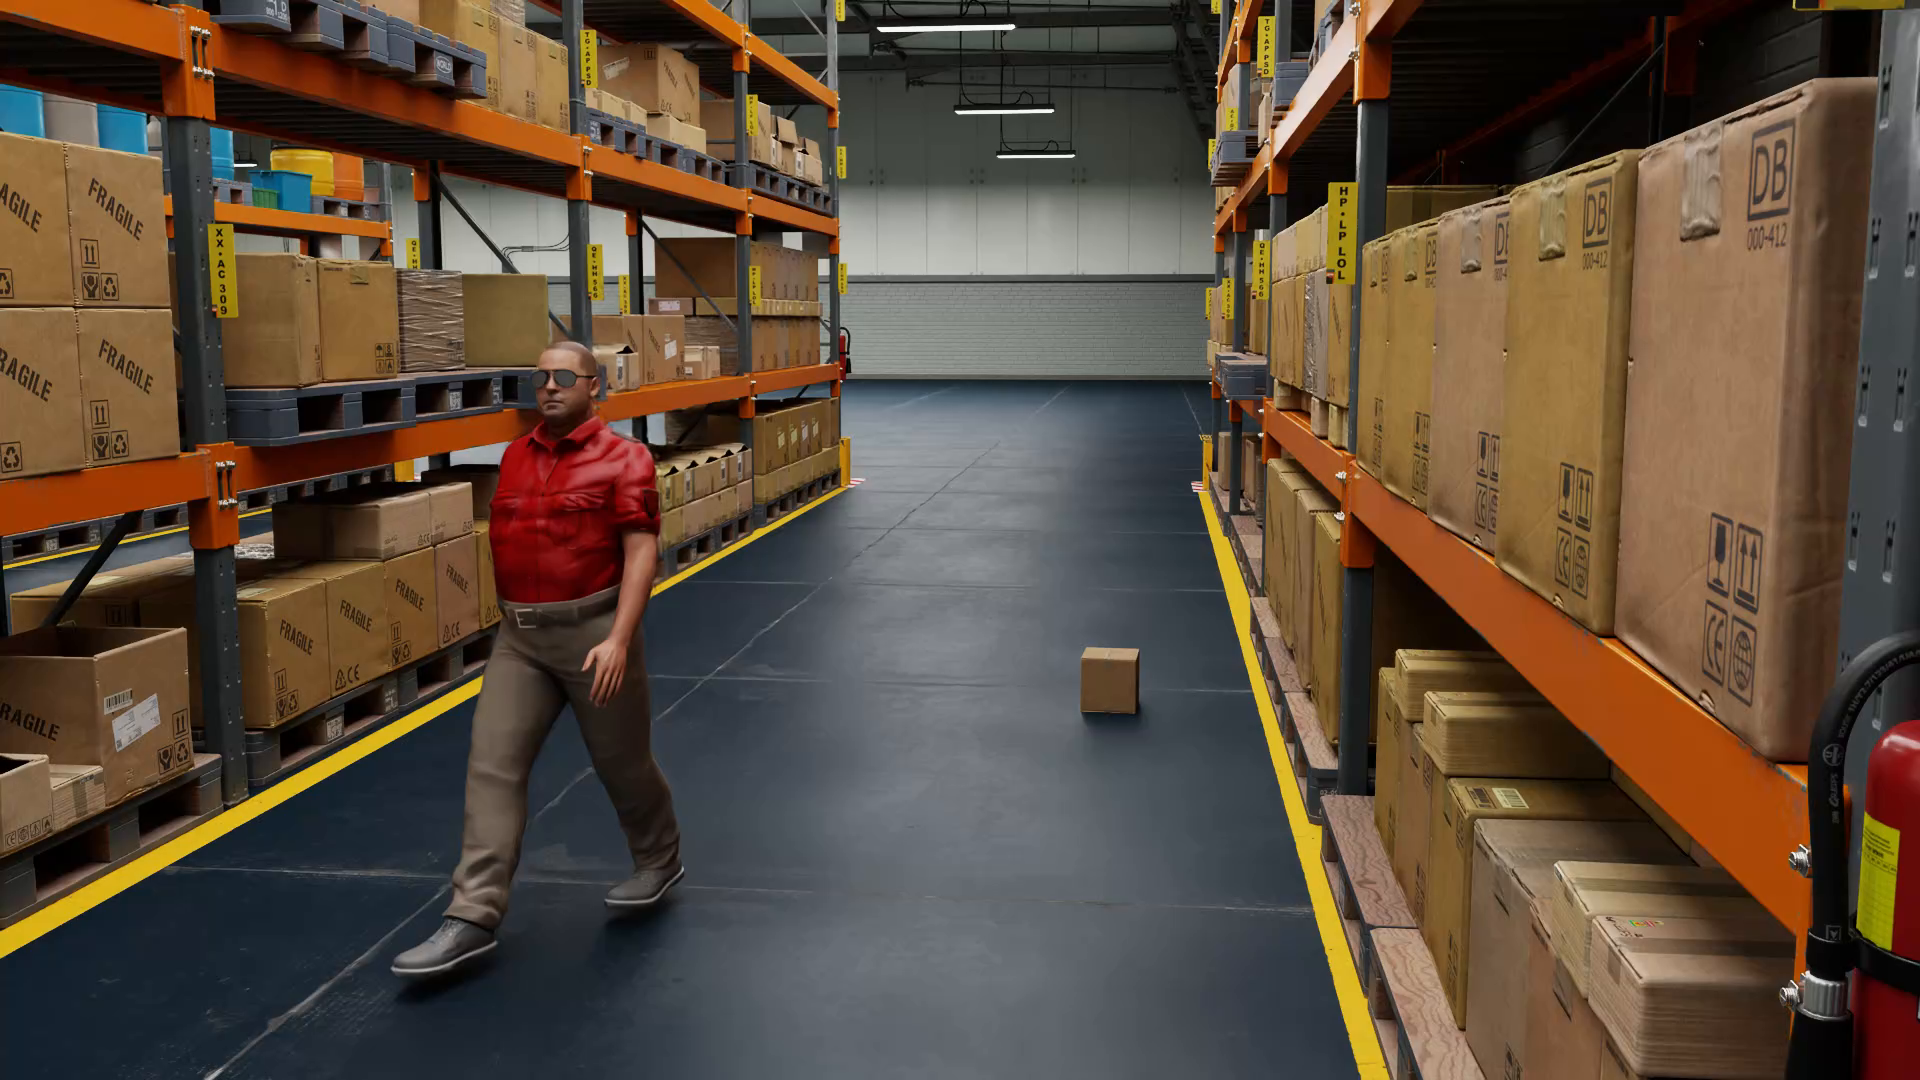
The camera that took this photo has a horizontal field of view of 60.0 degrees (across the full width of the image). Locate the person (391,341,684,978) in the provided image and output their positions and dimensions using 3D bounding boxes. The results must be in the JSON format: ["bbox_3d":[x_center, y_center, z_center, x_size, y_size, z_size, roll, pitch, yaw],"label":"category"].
[{"bbox_3d":[-1.134,0.289,4.606,0.576,1.667,0.983,3,8,19],"label":"person"}]
